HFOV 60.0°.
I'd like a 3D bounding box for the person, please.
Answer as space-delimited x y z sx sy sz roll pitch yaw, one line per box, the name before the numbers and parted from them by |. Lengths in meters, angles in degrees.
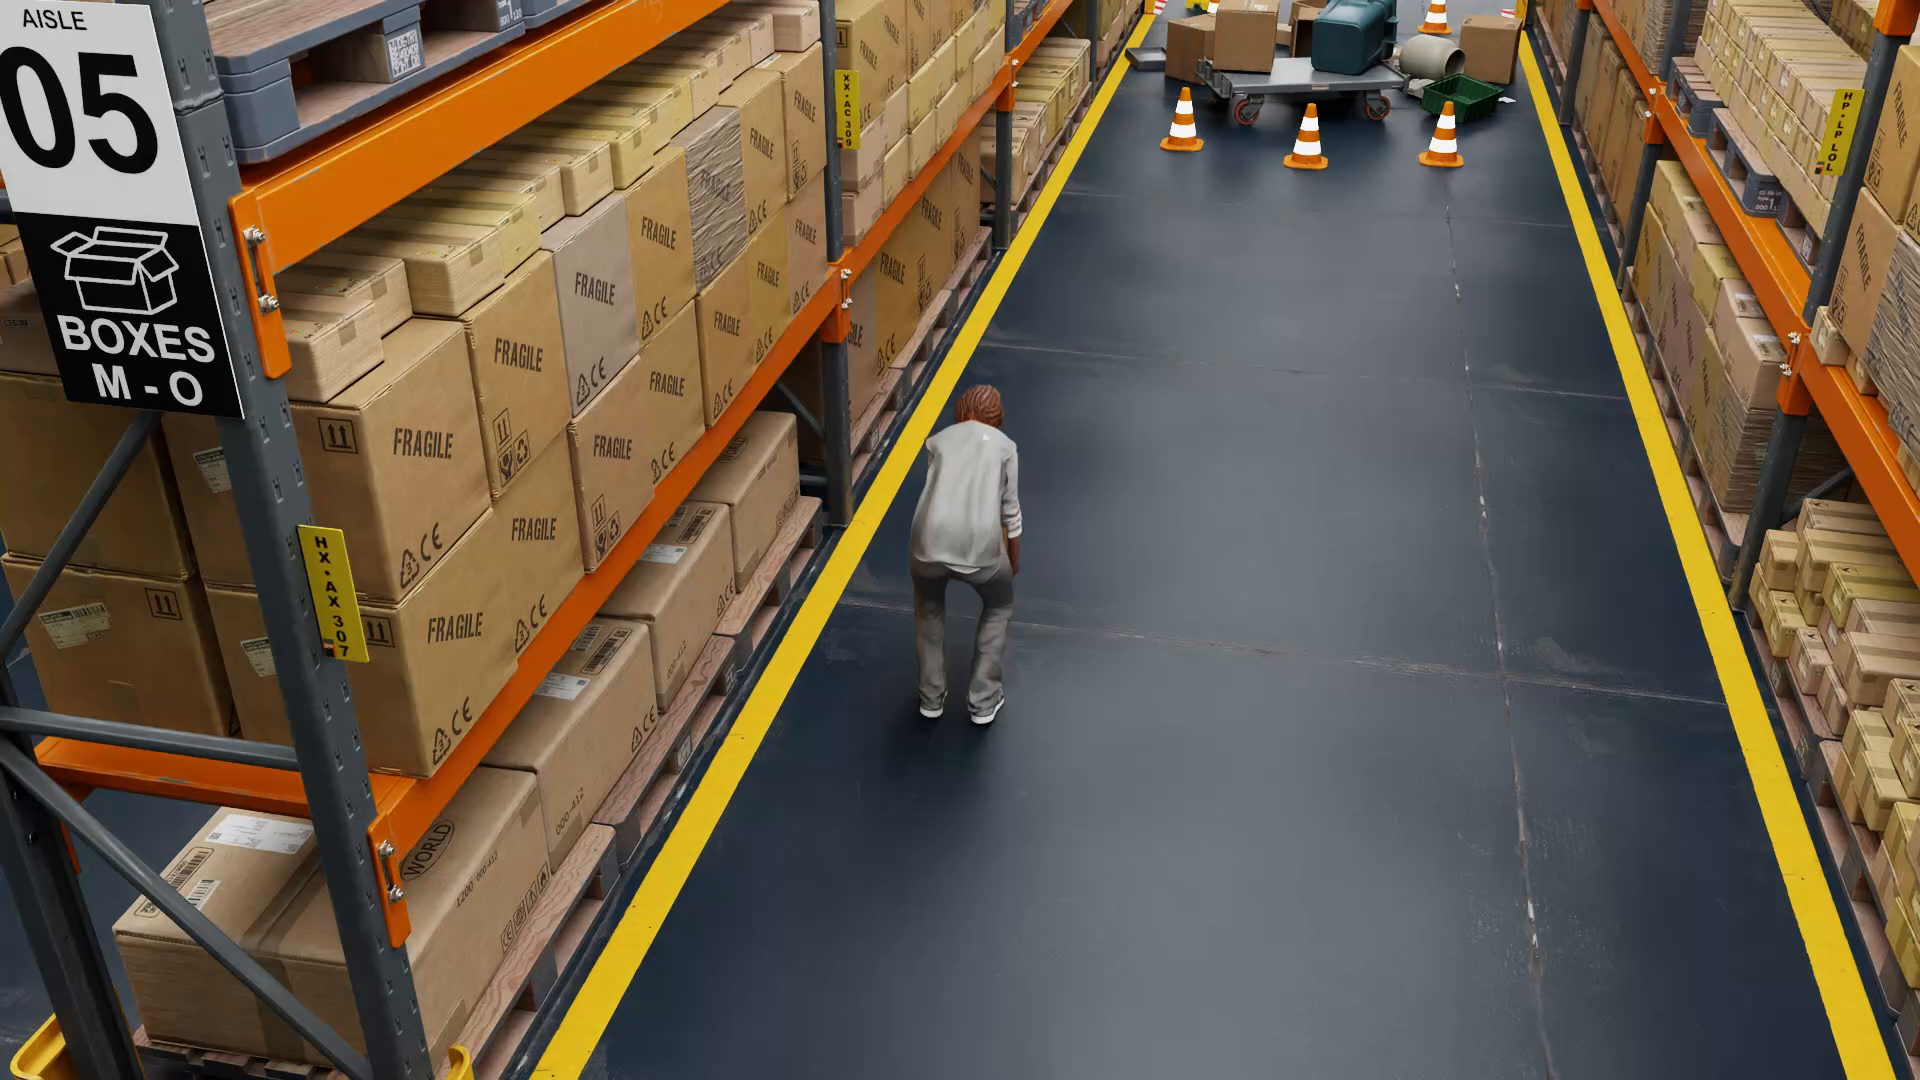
person | 0.034 0.065 6.458 0.394 1.172 0.829 5 30 9
